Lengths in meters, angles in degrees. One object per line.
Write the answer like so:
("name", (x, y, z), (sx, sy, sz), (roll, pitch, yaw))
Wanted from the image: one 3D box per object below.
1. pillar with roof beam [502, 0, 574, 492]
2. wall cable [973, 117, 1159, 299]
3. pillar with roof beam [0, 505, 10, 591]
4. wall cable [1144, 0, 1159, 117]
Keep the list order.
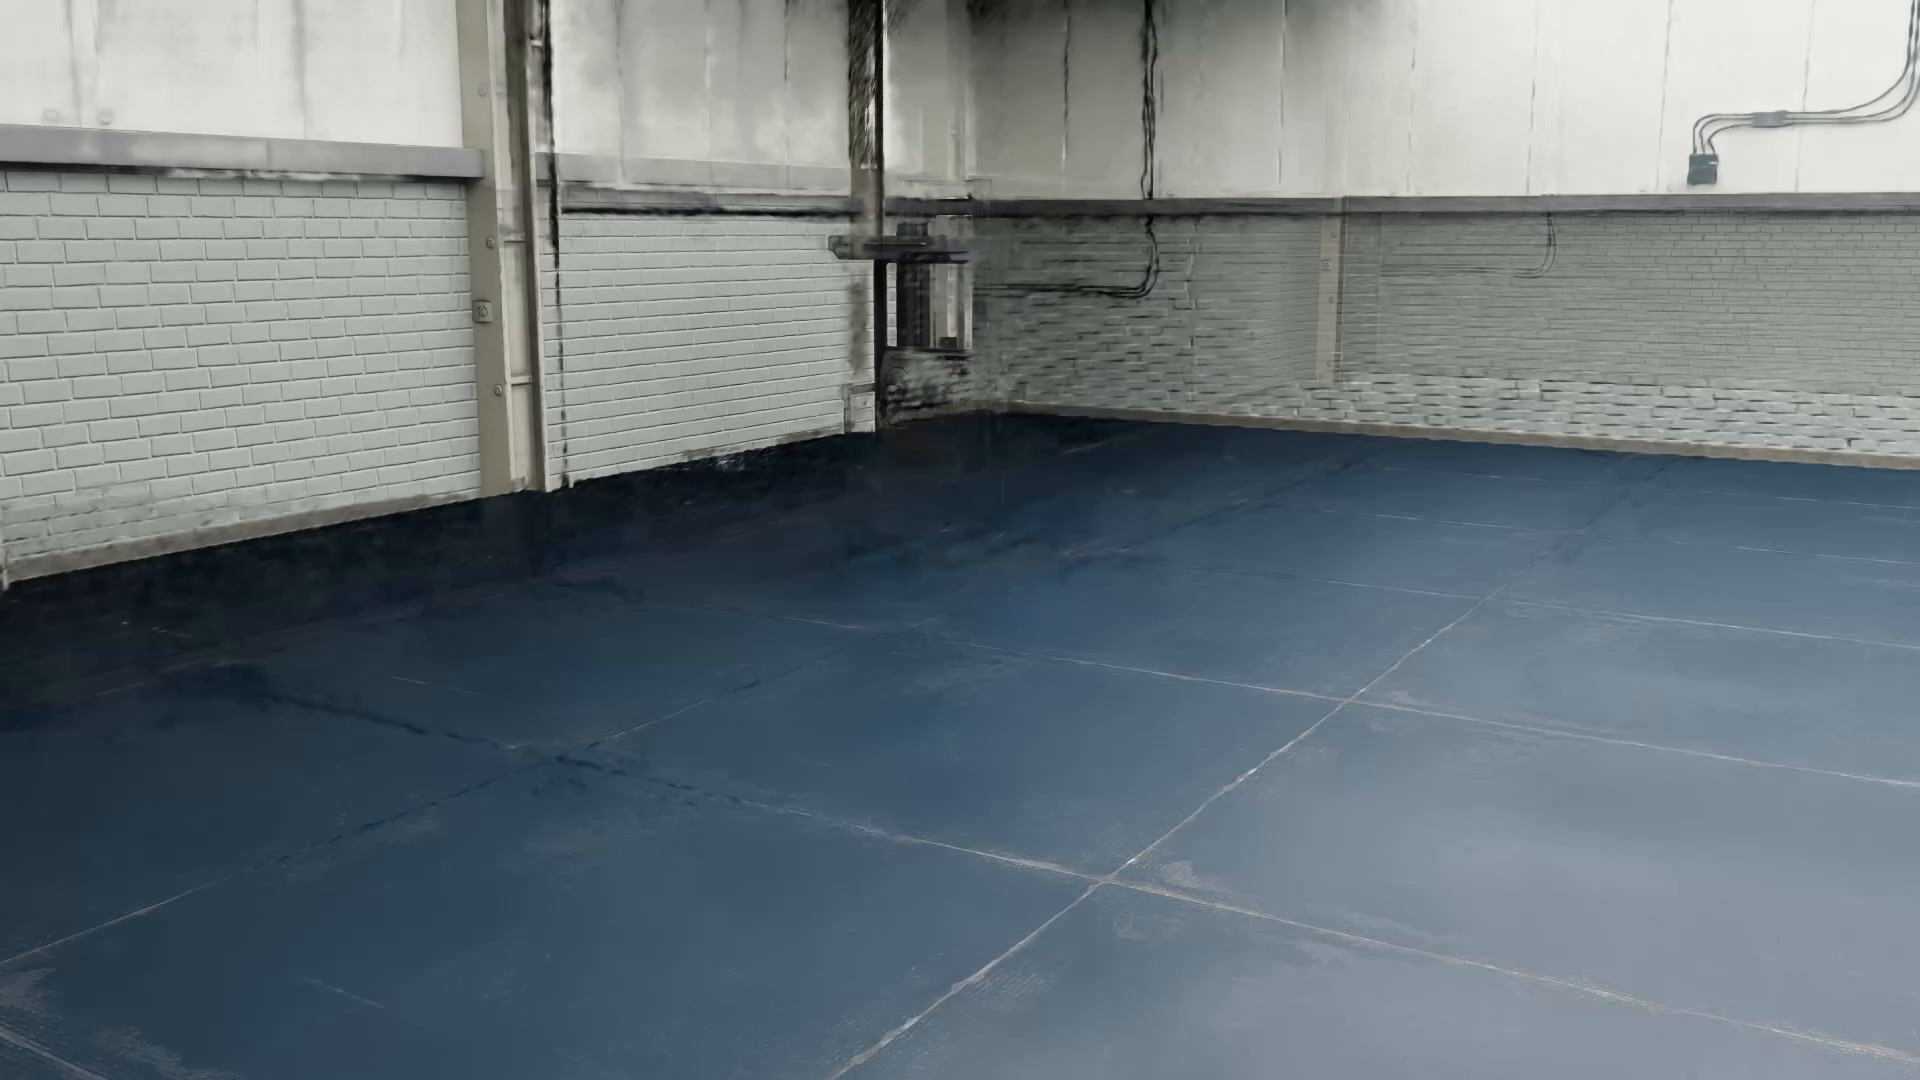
("pillar with roof beam", (6.644, -5.617, 19.417), (9.100, 9.000, 0.400), (6, 12, 31))
("wall cable", (8.739, -5.783, 28.740), (3.097, 2.526, 0.112), (6, 12, 31))
("pillar with roof beam", (3.529, -4.673, 14.377), (9.100, 9.000, 0.400), (6, 12, 31))
("wall cable", (11.051, -8.007, 26.895), (3.097, 2.526, 0.112), (6, 12, 31))
